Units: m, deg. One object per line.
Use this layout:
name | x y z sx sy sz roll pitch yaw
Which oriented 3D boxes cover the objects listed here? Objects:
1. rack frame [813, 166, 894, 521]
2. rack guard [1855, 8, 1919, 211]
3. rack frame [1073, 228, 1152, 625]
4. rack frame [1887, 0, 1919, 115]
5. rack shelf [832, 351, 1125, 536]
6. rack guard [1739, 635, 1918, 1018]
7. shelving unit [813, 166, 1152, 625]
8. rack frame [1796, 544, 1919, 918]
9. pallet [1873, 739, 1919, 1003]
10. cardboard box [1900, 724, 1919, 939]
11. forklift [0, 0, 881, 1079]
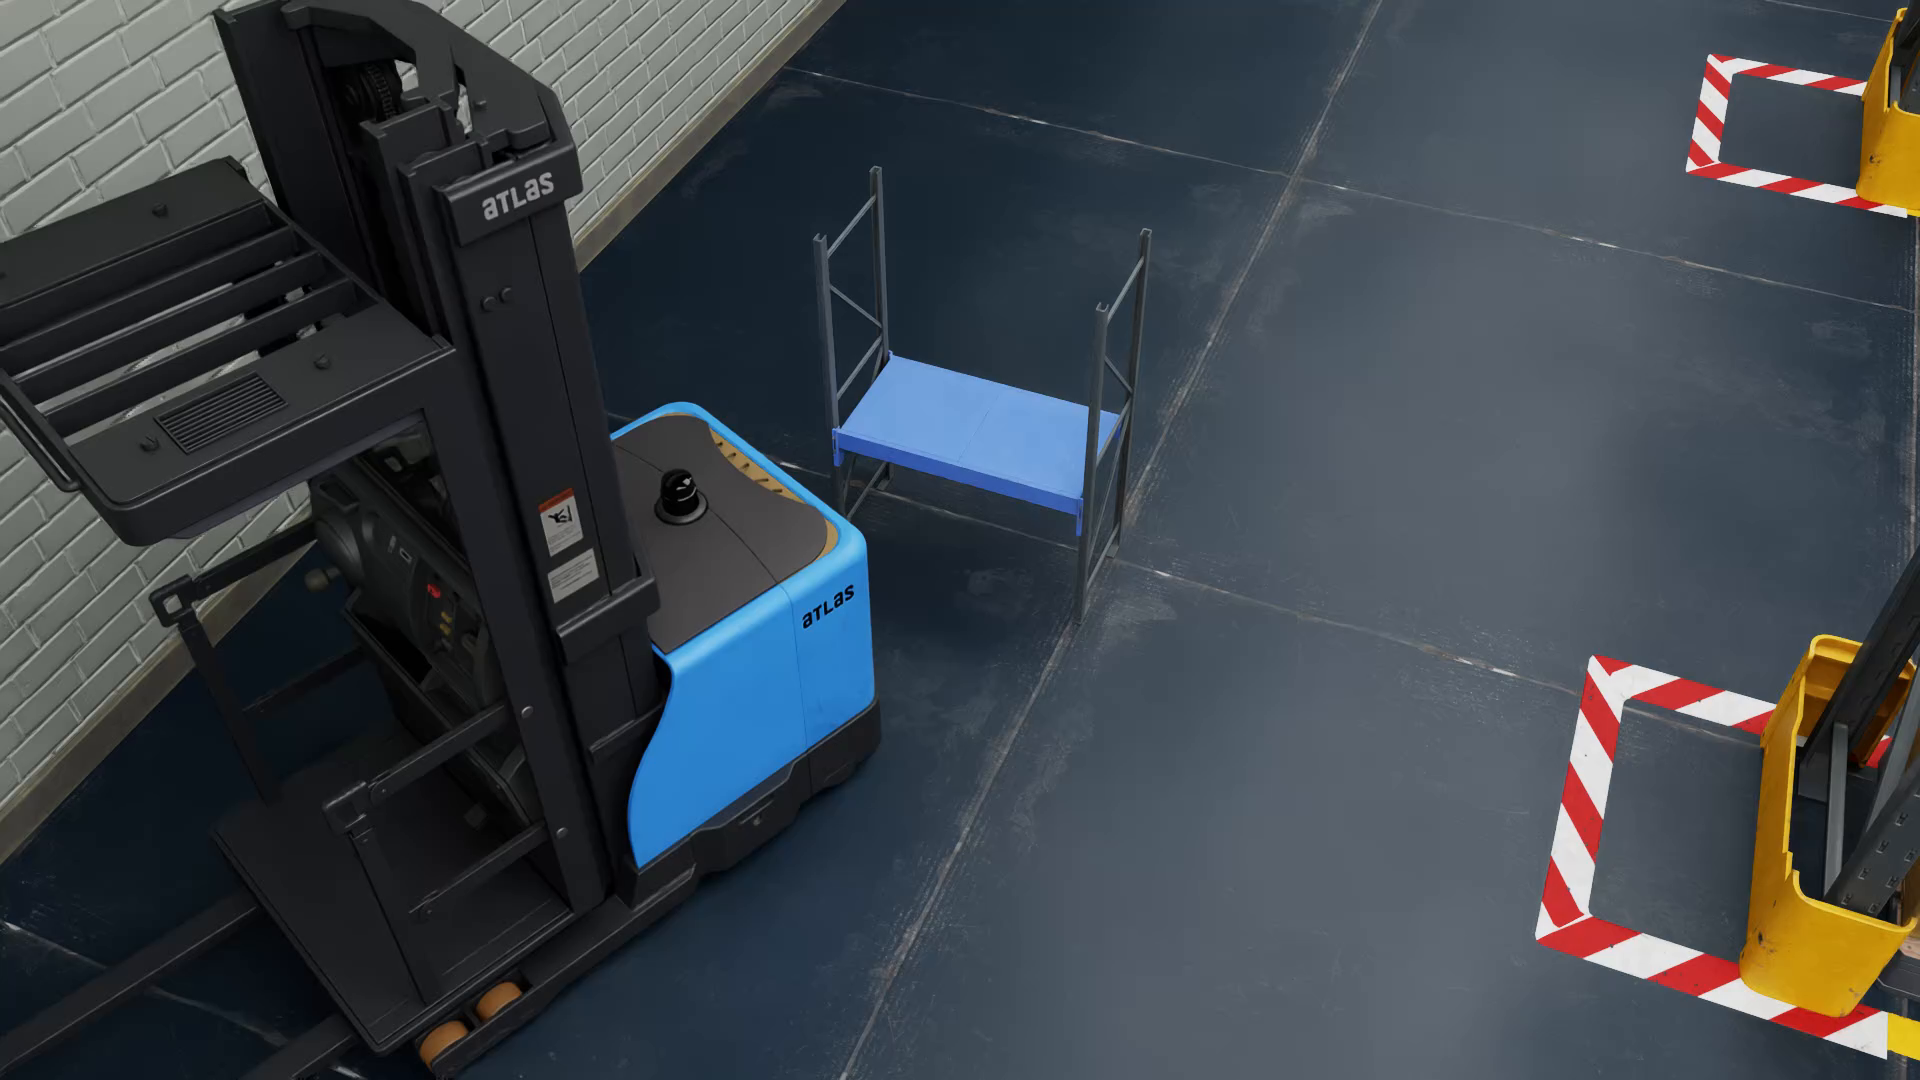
rack frame | -0.390 -0.647 6.336 0.032 1.500 0.500 16 47 16
rack guard | 4.964 -2.258 8.665 0.348 0.500 1.175 16 47 16
rack frame | 0.548 -0.370 6.059 0.032 1.500 0.500 16 47 16
rack frame | 4.894 -3.165 7.805 0.127 3.000 1.000 16 47 16
rack shelf | 0.079 -0.381 6.325 1.000 0.185 0.538 16 47 16
rack guard | 2.869 0.916 5.475 0.348 0.500 1.175 16 47 16
shelving unit | 0.079 -0.509 6.198 1.048 1.500 0.538 16 47 16
rack frame | 2.891 0.036 4.587 0.127 3.000 1.000 16 47 16
pallet | 3.659 1.191 5.404 1.213 0.211 1.003 16 47 16
cardboard box | 3.512 0.762 5.066 0.875 0.875 0.875 16 47 16
forklift | -1.698 0.180 4.491 3.031 2.935 1.130 -34 54 -29
